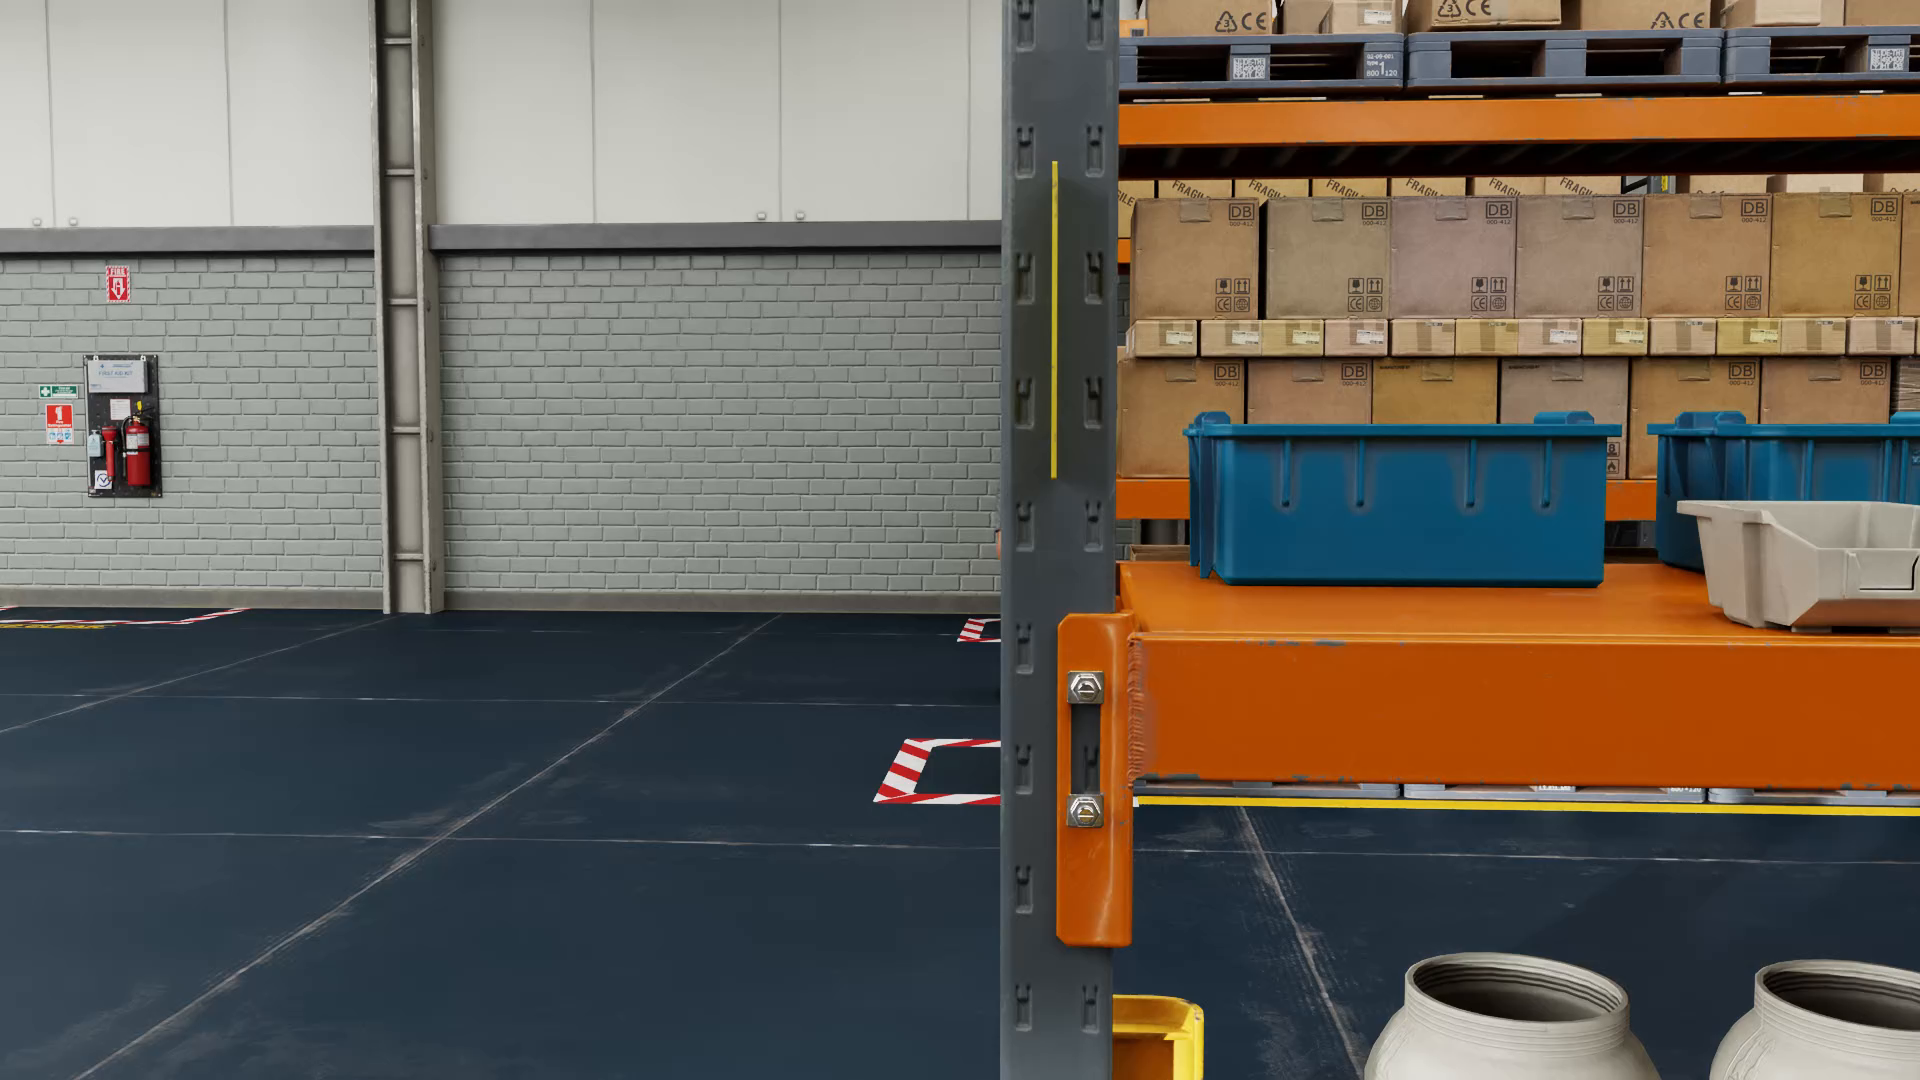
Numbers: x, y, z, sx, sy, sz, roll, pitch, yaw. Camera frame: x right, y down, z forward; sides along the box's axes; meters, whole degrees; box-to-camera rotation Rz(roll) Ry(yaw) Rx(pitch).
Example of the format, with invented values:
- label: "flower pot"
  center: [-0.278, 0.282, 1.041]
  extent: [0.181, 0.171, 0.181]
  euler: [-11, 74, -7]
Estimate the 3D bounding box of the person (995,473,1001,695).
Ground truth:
- label: "person"
  center: [0.488, 0.011, 9.399]
  extent: [0.581, 1.717, 0.425]
  euler: [0, 4, 1]
